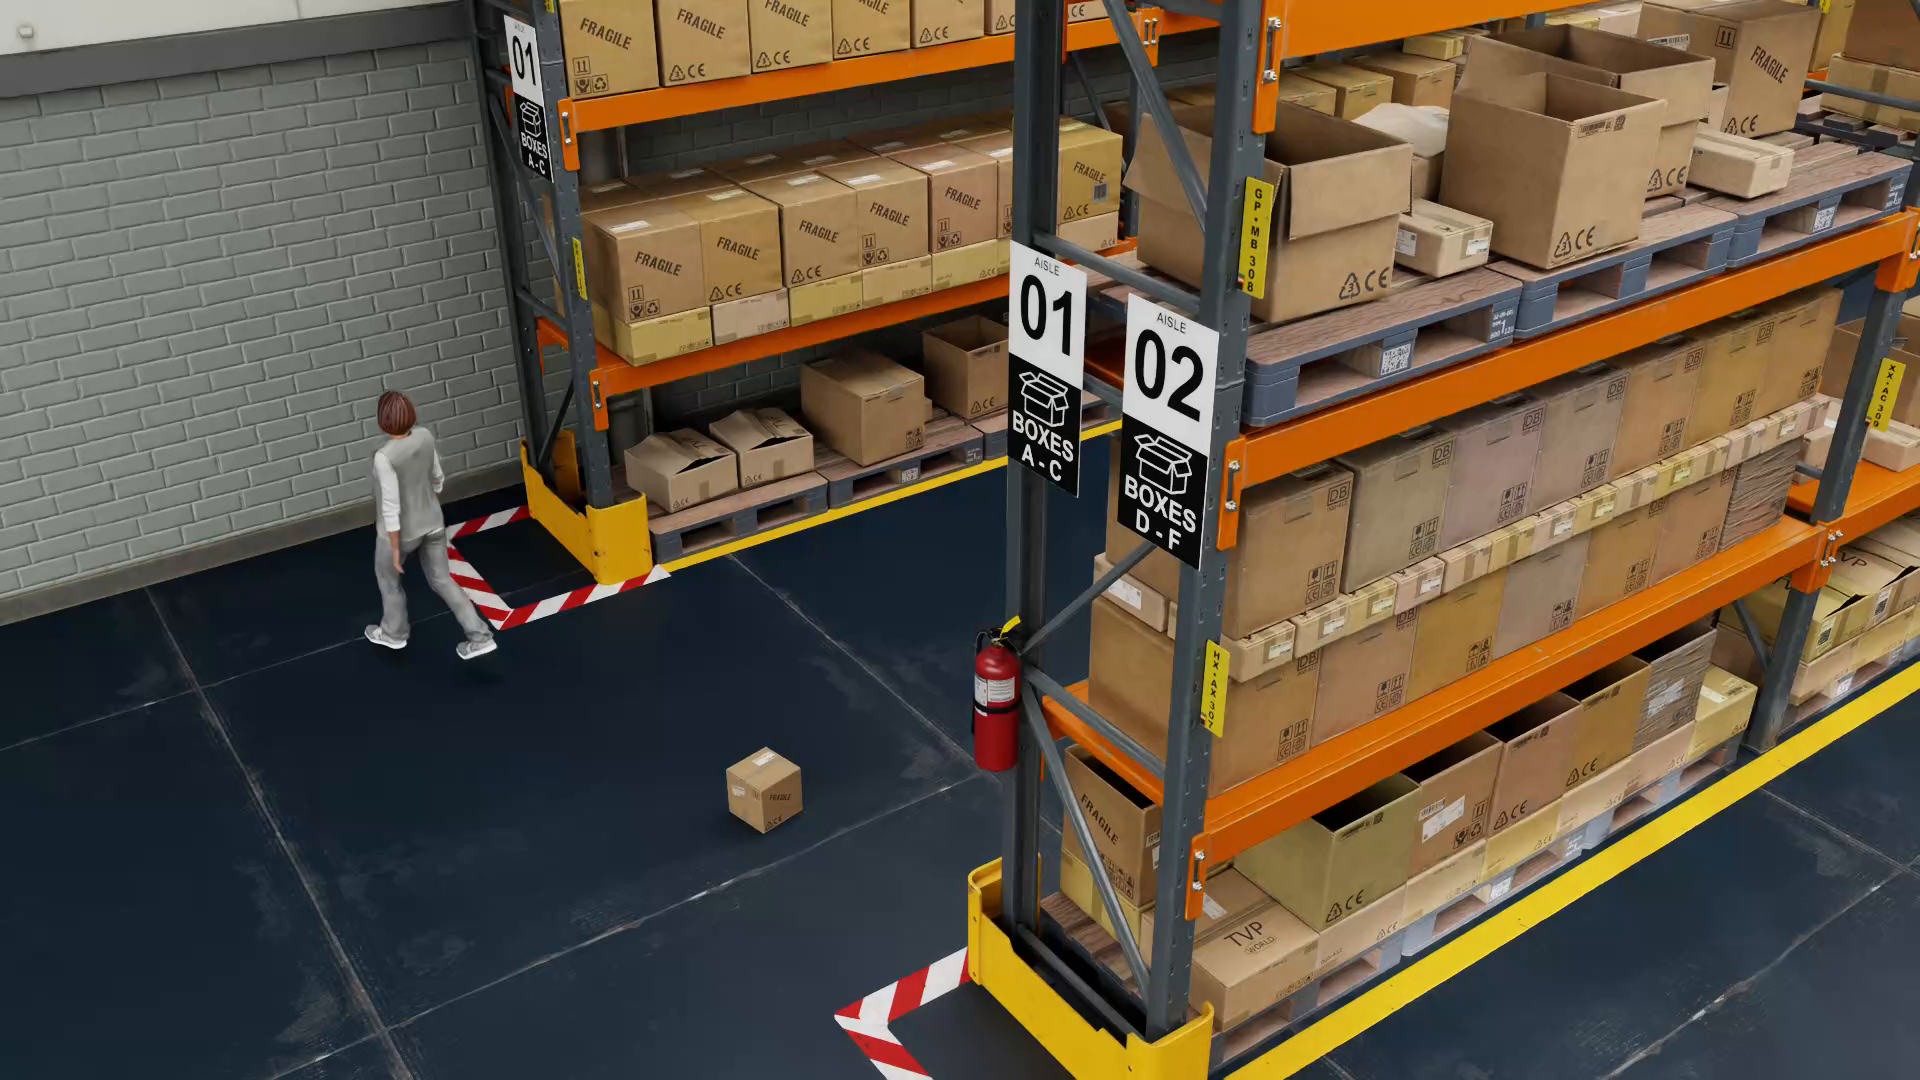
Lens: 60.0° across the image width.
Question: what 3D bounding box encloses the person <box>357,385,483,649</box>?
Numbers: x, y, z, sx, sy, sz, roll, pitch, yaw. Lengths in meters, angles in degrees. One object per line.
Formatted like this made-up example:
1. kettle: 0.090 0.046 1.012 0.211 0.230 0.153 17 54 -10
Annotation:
1. person: -2.920 -0.088 8.774 0.778 1.563 0.440 18 34 29
